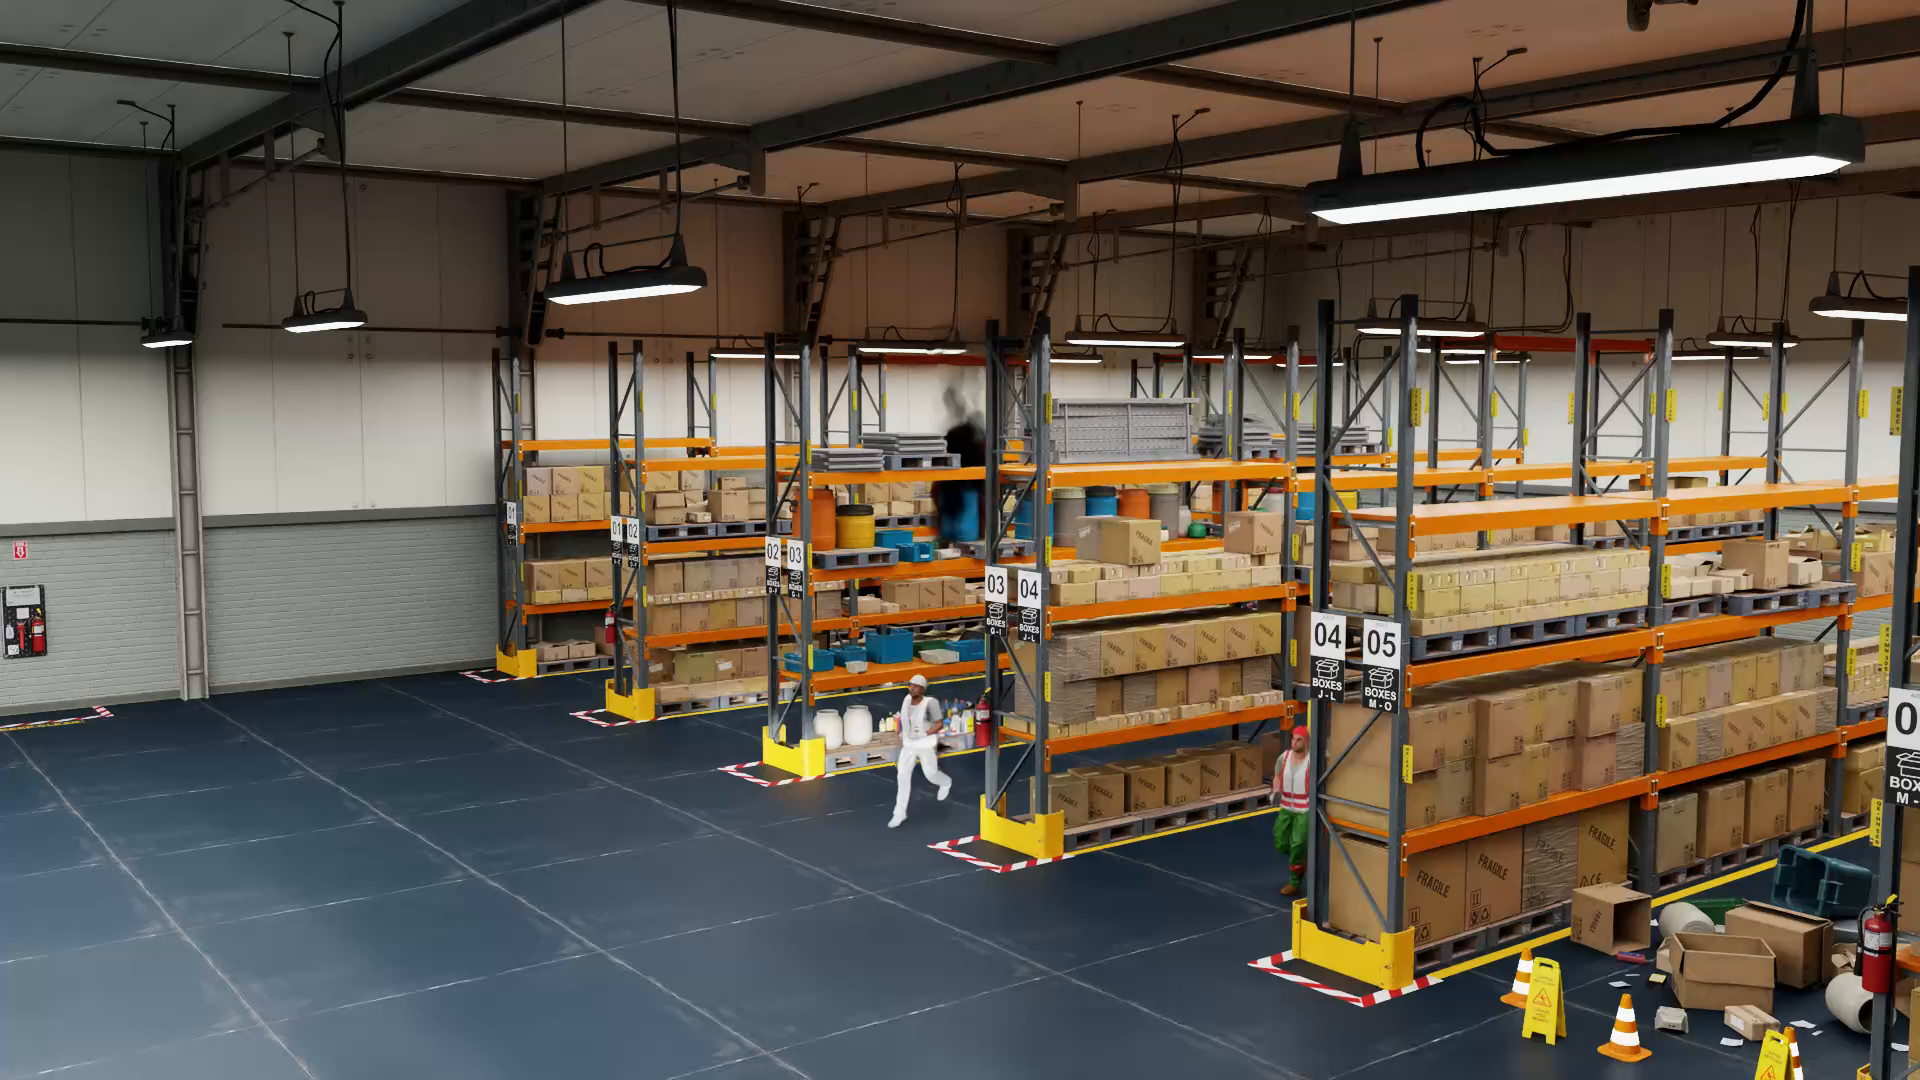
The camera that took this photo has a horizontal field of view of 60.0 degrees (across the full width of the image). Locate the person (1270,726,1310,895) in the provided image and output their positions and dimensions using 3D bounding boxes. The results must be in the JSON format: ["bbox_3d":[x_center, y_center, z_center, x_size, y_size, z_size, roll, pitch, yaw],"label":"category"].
[{"bbox_3d":[3.529,2.782,17.236,0.646,1.743,0.645,4,6,38],"label":"person"}]

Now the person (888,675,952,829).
[{"bbox_3d":[-0.460,2.516,20.178,0.648,1.784,1.166,3,6,29],"label":"person"}]
